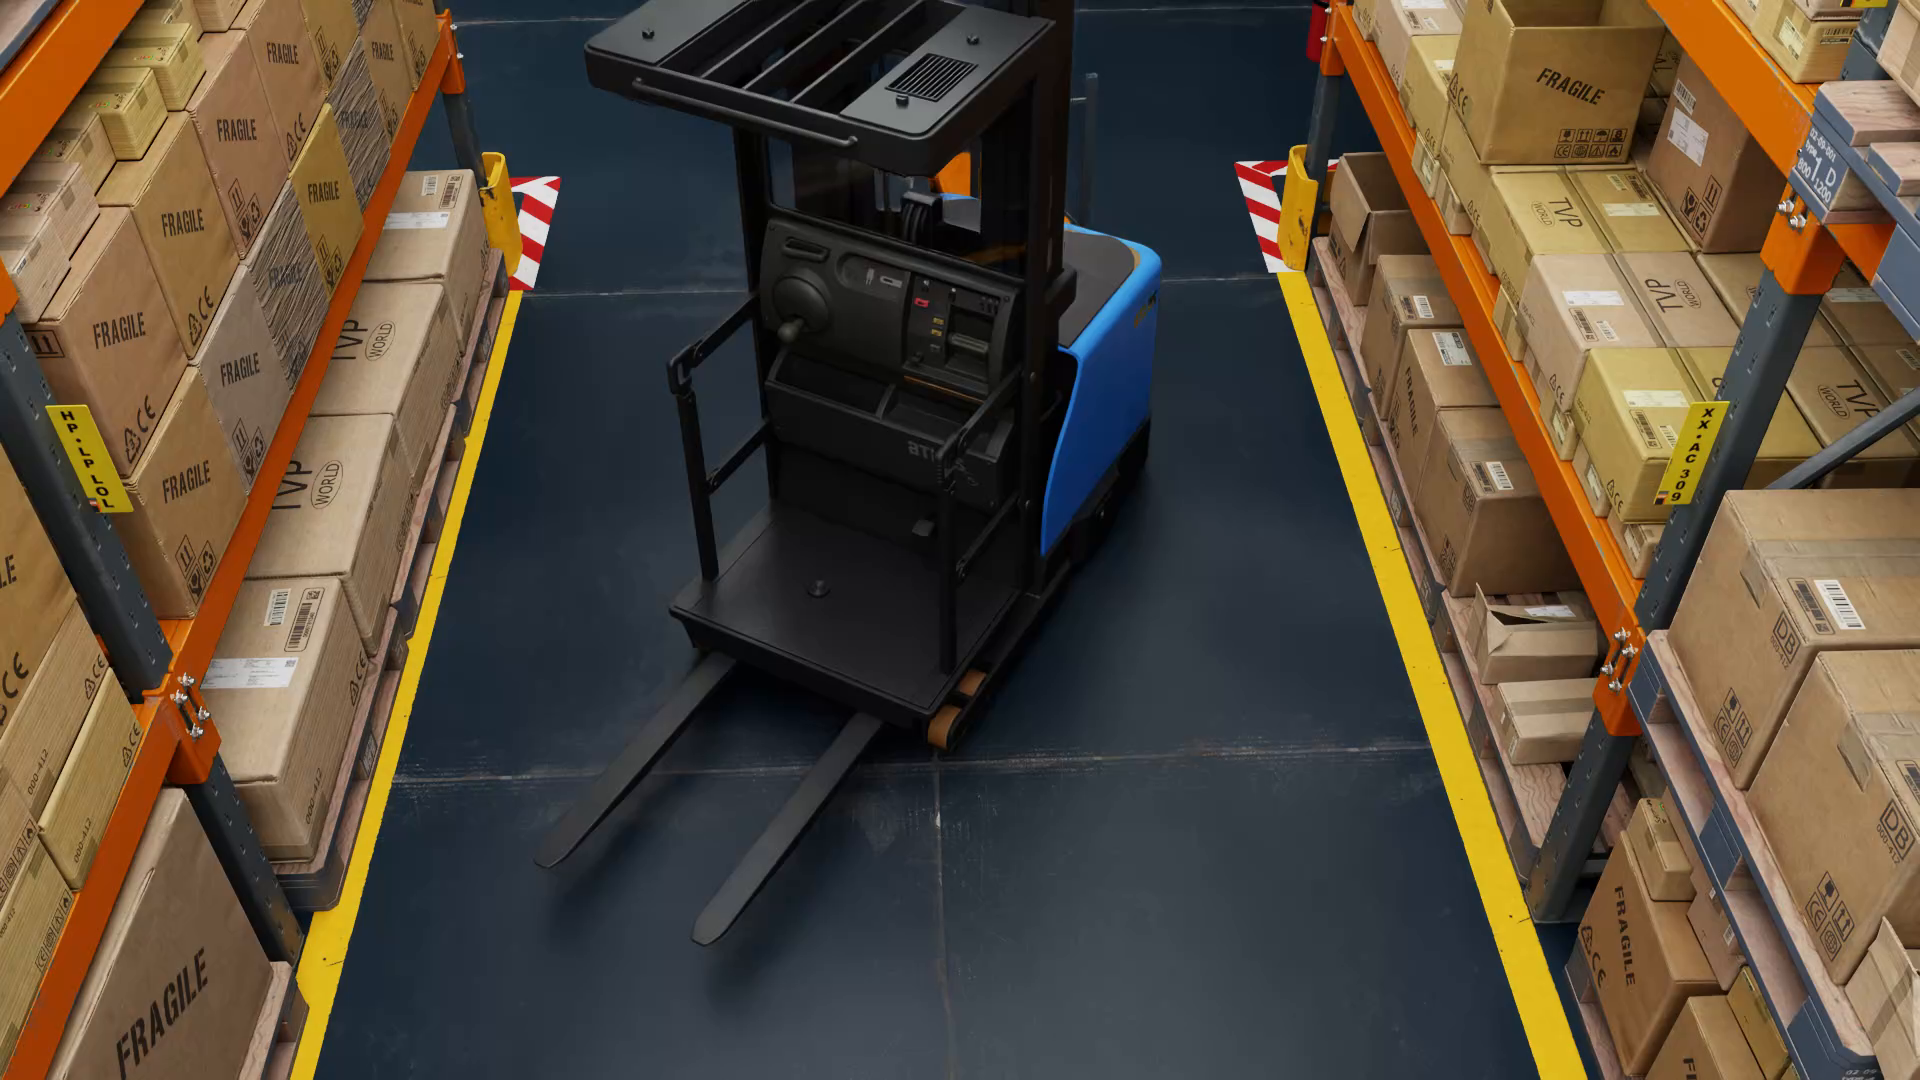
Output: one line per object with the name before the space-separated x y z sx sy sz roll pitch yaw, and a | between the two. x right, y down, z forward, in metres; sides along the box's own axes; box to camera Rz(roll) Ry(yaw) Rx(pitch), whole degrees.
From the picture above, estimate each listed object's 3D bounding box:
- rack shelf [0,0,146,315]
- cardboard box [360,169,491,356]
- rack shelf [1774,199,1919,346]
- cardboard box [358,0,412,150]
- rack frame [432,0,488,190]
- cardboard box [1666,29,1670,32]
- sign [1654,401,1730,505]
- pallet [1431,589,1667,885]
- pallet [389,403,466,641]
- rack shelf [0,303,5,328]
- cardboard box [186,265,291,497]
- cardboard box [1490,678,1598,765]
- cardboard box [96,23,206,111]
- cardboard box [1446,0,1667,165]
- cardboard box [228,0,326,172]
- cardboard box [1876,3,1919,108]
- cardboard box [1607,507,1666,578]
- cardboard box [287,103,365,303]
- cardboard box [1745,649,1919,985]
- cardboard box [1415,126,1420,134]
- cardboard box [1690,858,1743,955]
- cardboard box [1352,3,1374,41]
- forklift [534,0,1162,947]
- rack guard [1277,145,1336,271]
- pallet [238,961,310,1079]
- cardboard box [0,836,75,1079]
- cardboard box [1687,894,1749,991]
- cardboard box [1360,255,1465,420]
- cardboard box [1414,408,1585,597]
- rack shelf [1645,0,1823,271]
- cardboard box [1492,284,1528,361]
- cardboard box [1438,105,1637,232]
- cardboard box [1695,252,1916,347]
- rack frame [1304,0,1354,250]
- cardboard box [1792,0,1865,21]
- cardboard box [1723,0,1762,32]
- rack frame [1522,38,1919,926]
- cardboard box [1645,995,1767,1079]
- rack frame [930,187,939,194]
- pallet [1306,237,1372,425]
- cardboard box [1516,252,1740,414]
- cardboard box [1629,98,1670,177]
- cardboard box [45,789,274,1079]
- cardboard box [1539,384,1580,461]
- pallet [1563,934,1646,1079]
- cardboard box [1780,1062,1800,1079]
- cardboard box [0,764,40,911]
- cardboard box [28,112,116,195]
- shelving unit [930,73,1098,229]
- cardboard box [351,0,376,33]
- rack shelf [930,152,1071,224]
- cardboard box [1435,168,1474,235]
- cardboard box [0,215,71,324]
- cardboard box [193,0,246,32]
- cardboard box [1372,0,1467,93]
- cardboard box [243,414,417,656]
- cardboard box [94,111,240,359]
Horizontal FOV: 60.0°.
rack shelf | -2.688 -1.960 4.980 1.077 0.370 4.000 -2 43 -2
cardboard box | -2.645 -1.237 7.465 0.875 0.438 0.875 -3 43 -3
rack shelf | 2.441 0.596 2.193 1.077 0.370 4.000 -2 43 -2
cardboard box | -2.482 -1.849 6.473 0.500 0.500 0.500 -2 43 -3
rack frame | -2.773 -2.469 7.224 1.000 3.000 0.127 -2 43 -2
cardboard box | 2.491 -2.017 6.622 0.500 0.250 0.500 -2 43 -2
sign | 1.814 -0.212 4.121 0.100 0.325 0.005 -2 43 -2
pallet | 2.327 0.651 5.884 1.003 0.211 1.213 -2 43 -2
pallet | -2.612 -0.082 6.683 1.003 0.211 1.213 -2 43 -2
rack shelf | -2.518 0.741 2.034 1.077 0.370 4.000 -2 43 -2
cardboard box | -2.379 -0.470 4.969 0.500 0.500 0.500 -1 43 -2
cardboard box | 2.039 0.615 5.659 0.380 0.149 0.250 -3 43 -3
cardboard box | -2.369 -1.328 4.684 0.380 0.149 0.250 -3 43 -3
cardboard box | 2.000 -1.618 5.631 0.500 0.500 0.500 -1 43 -1
cardboard box | -2.426 -1.531 5.386 0.500 0.500 0.500 -2 43 -2
cardboard box | 1.971 -0.905 3.099 0.380 0.149 0.250 -1 43 -1
cardboard box | 2.090 -0.029 4.748 0.380 0.149 0.250 -1 43 -1
cardboard box | -2.415 -1.154 5.715 0.500 0.500 0.500 0 43 -1
cardboard box | 2.175 0.577 3.516 0.700 0.500 0.500 -1 43 -1
cardboard box | 1.995 -1.593 6.454 0.380 0.149 0.250 -1 43 -1
cardboard box | 2.164 0.928 4.357 0.380 0.149 0.250 -4 43 -4
cardboard box | 1.926 -2.292 7.216 0.380 0.149 0.250 -2 43 -2
forklift | -0.350 -0.684 5.327 1.130 2.935 3.031 20 46 20
rack guard | 2.189 -1.641 8.171 1.175 0.500 0.348 -2 43 -2
pallet | -2.495 1.778 4.654 1.003 0.211 1.213 -2 43 -2
cardboard box | -2.312 0.926 3.631 0.500 0.250 0.500 -2 43 -2
cardboard box | 2.194 1.048 4.445 0.380 0.149 0.250 -3 43 -3
cardboard box | 2.115 -0.854 7.001 0.700 0.500 0.500 0 43 0
cardboard box | 2.159 -0.153 6.236 0.700 0.500 0.500 -3 43 -3
rack shelf | 2.271 -2.105 5.139 1.077 0.370 4.000 -2 43 -2
cardboard box | 1.999 -0.729 5.511 0.380 0.149 0.250 -2 43 -2
cardboard box | 2.025 -1.327 5.869 0.500 0.250 0.500 -3 43 -3
cardboard box | 2.576 -0.649 5.129 0.500 0.250 0.500 -2 43 -2
rack frame | 2.186 -2.614 7.382 1.000 3.000 0.127 -2 43 -2
cardboard box | 2.085 -1.392 3.720 0.500 0.250 0.500 -1 43 -2
cardboard box | 2.038 -1.327 3.943 0.380 0.149 0.250 -2 43 -2
rack frame | 2.356 0.086 4.436 1.000 3.000 0.127 -2 43 -2
cardboard box | 2.184 1.545 4.384 0.500 0.500 0.500 -2 43 -2
rack frame | 0.108 -1.916 7.730 0.500 1.500 0.032 -7 43 -8
pallet | 2.224 -0.997 7.681 1.003 0.211 1.213 -2 43 -2
cardboard box | 2.054 -0.643 5.122 0.500 0.250 0.500 -2 43 -2
cardboard box | 2.529 -1.330 5.872 0.500 0.250 0.500 -2 43 -2
cardboard box | -2.497 1.276 4.400 0.875 0.875 0.875 0 43 0
cardboard box | 2.022 -0.379 5.130 0.380 0.149 0.250 -1 43 -1
pallet | 2.428 1.662 4.780 1.003 0.211 1.213 -2 43 -2
cardboard box | 2.242 1.406 4.055 0.380 0.149 0.250 -2 43 -3
cardboard box | -2.313 0.730 3.475 0.500 0.250 0.500 -1 43 -1
cardboard box | -2.437 -0.978 4.303 0.380 0.149 0.250 -2 43 -2
shelving unit | 0.199 -1.584 7.368 0.587 1.500 1.083 -7 43 -8
cardboard box | -2.463 -2.204 6.121 0.500 0.500 0.500 -2 43 -2
rack shelf | 0.200 -1.446 7.483 0.538 0.185 1.000 -7 43 -8
cardboard box | 1.962 -1.243 6.073 0.380 0.149 0.250 -1 43 -1
cardboard box | -2.357 -0.634 3.928 0.380 0.149 0.250 -2 43 -2
cardboard box | -2.403 -1.663 5.050 0.380 0.149 0.250 -2 43 -2
cardboard box | 1.958 -2.014 6.618 0.500 0.250 0.500 -1 43 -1
cardboard box | -2.561 -0.010 6.127 0.875 0.438 0.875 -3 43 -3
cardboard box | -2.397 -0.844 4.637 0.500 0.500 0.500 -2 43 -2
